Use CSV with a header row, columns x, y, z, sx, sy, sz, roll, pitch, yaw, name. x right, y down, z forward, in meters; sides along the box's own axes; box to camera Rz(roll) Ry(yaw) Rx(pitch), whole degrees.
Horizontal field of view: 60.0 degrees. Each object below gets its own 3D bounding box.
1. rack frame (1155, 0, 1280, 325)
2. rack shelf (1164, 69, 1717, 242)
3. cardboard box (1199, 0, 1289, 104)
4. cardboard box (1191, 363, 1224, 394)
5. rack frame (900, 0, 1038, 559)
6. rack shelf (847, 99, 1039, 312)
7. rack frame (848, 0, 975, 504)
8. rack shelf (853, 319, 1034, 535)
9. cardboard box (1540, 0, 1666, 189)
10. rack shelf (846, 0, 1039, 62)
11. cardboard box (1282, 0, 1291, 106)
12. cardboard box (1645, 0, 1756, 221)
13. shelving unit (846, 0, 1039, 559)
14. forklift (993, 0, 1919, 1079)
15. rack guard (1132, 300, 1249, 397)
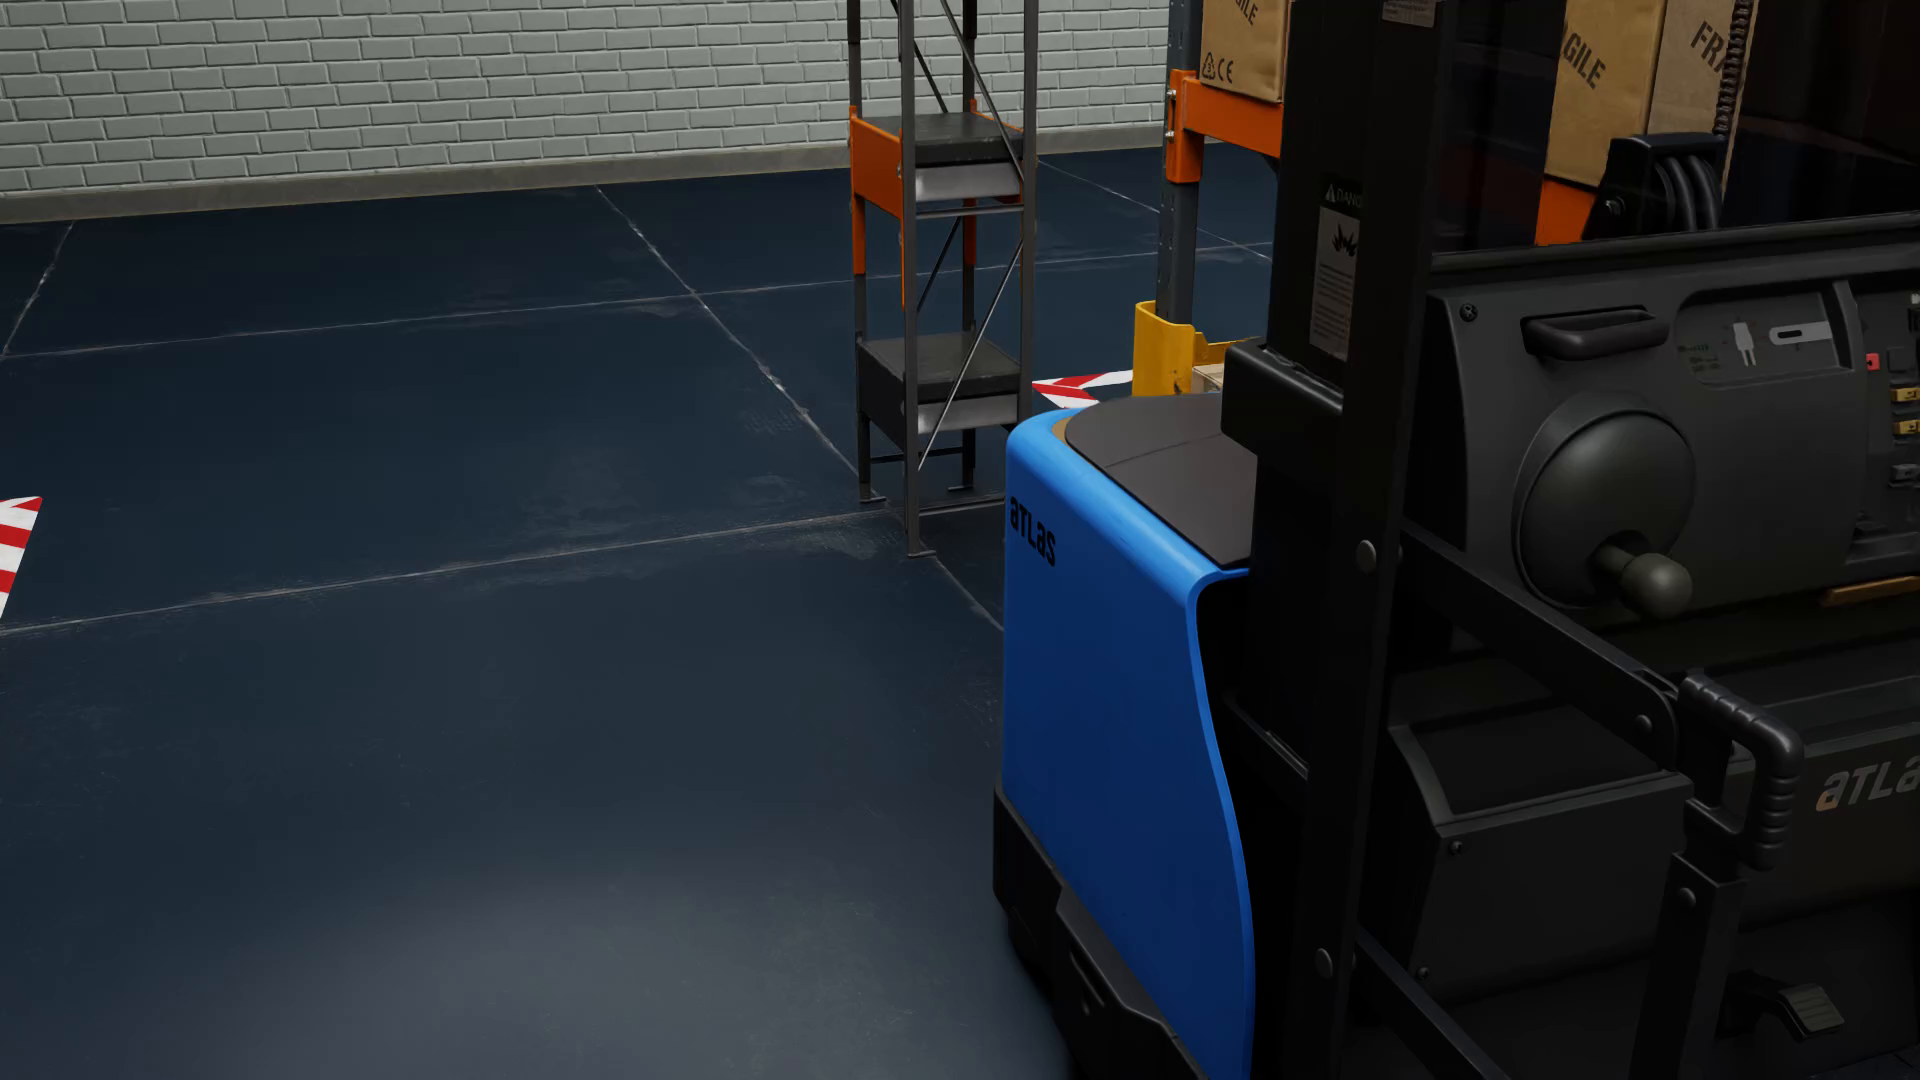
x,y,z,sx,sy,sz,roll,pitch,yaw,name
1.190,-1.820,5.706,1.000,3.000,0.127,-8,24,-19,rack frame
1.897,-0.762,4.122,1.077,0.370,4.000,-8,24,-19,rack shelf
1.100,-1.669,5.218,0.500,0.500,0.500,-8,24,-18,cardboard box
1.017,-0.510,5.701,0.380,0.149,0.250,-8,24,-19,cardboard box
0.028,-0.939,4.775,0.400,2.100,0.015,-8,24,-19,rack frame
-0.058,-1.015,4.990,0.431,0.518,0.480,-8,24,-19,rack shelf
-0.145,-1.116,5.195,0.400,2.100,0.015,-8,24,-19,rack frame
-0.058,-0.370,5.262,0.431,0.518,0.480,-8,24,-19,rack shelf
1.637,-1.117,3.910,0.500,0.500,0.500,-8,24,-18,cardboard box
-0.058,-1.660,4.718,0.431,0.518,0.480,-8,24,-19,rack shelf
1.288,-1.482,4.775,0.500,0.500,0.500,-9,24,-20,cardboard box
1.820,-0.933,3.472,0.500,0.500,0.500,-8,24,-18,cardboard box
-0.058,-1.028,4.985,0.431,2.100,0.503,-8,24,-19,shelving unit
1.040,-0.117,1.753,1.130,2.935,3.031,-8,24,-18,forklift
1.217,-0.640,6.126,1.175,0.500,0.348,-8,24,-19,rack guard
